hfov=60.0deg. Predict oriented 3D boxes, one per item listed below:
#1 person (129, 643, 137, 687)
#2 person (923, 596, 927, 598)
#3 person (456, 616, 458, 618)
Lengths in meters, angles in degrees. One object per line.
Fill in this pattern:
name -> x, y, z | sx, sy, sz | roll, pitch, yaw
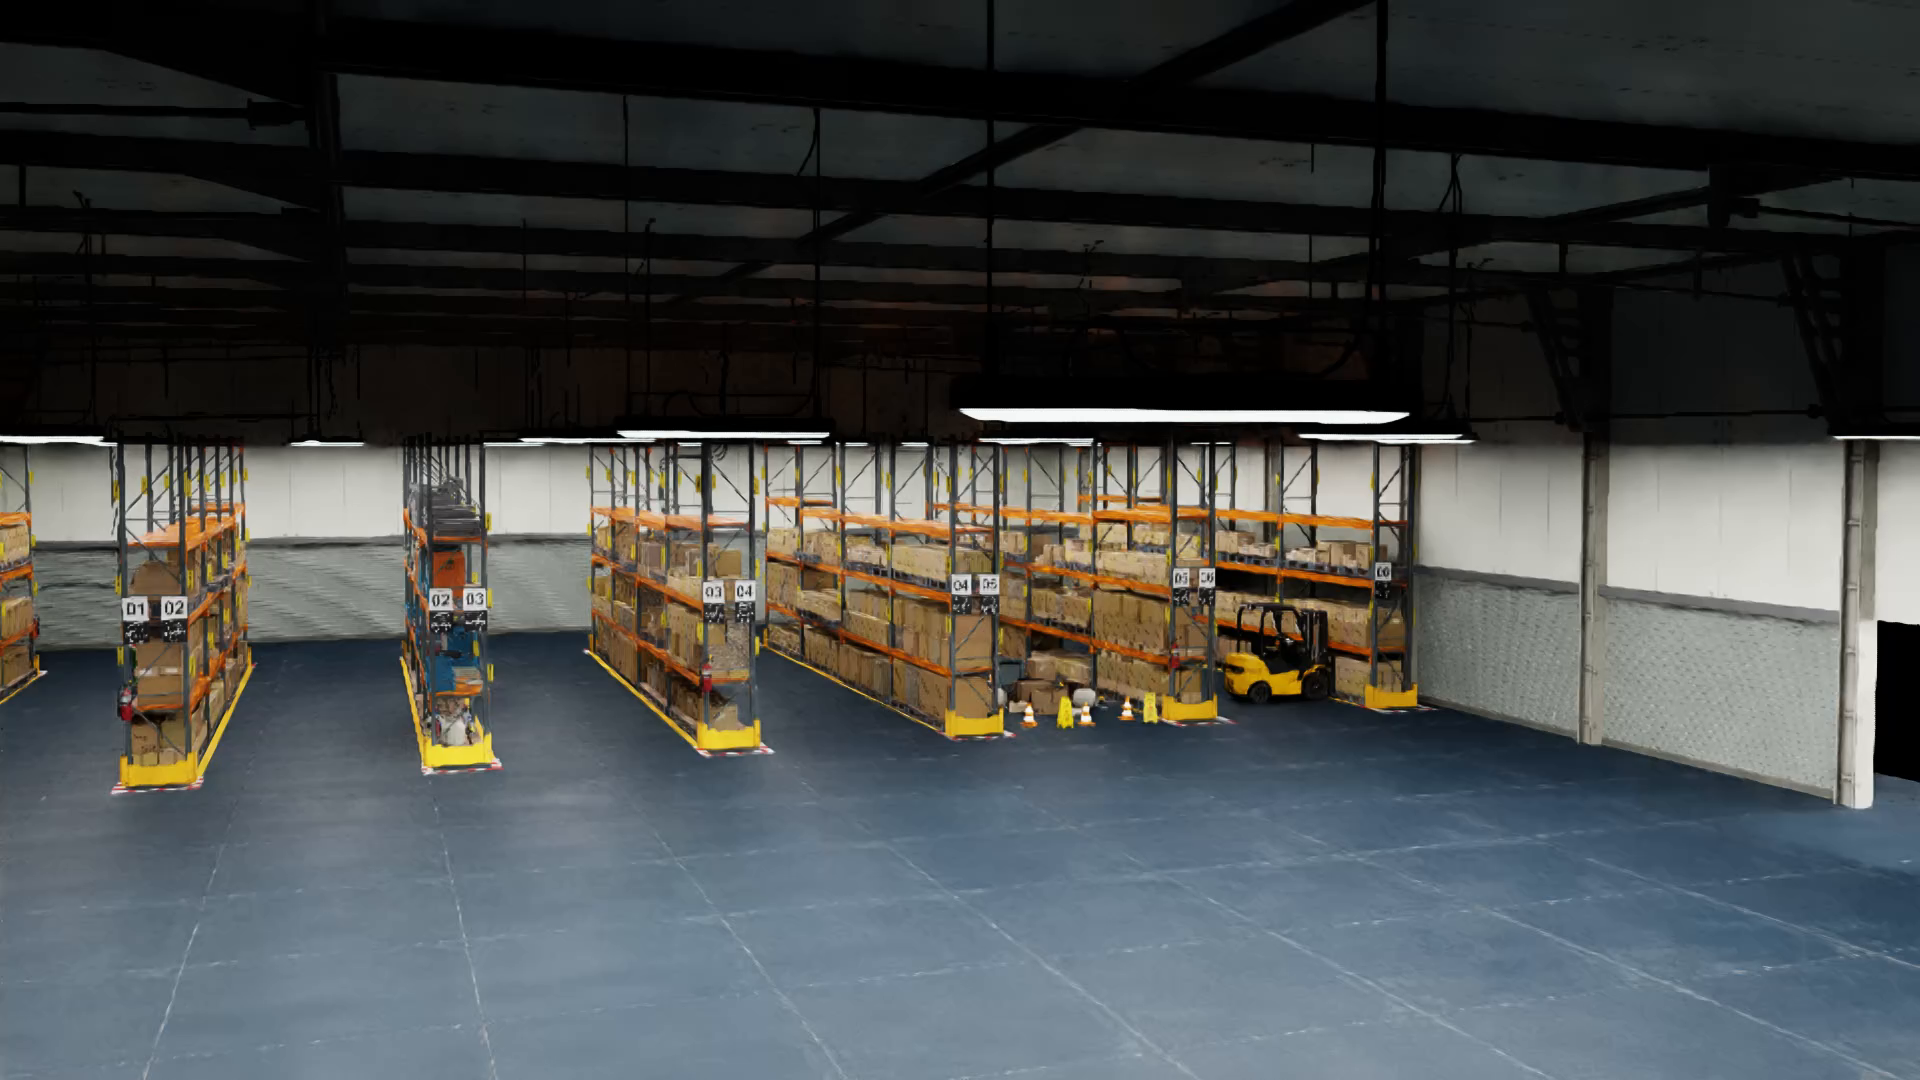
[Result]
person -> -19.703, 2.601, 39.935 | 0.605, 1.783, 0.451 | 3, 4, 40
person -> -0.941, 2.365, 44.220 | 0.583, 1.785, 0.657 | 0, 3, 6
person -> -15.188, 2.133, 49.447 | 0.569, 1.709, 0.592 | 2, 4, 34
